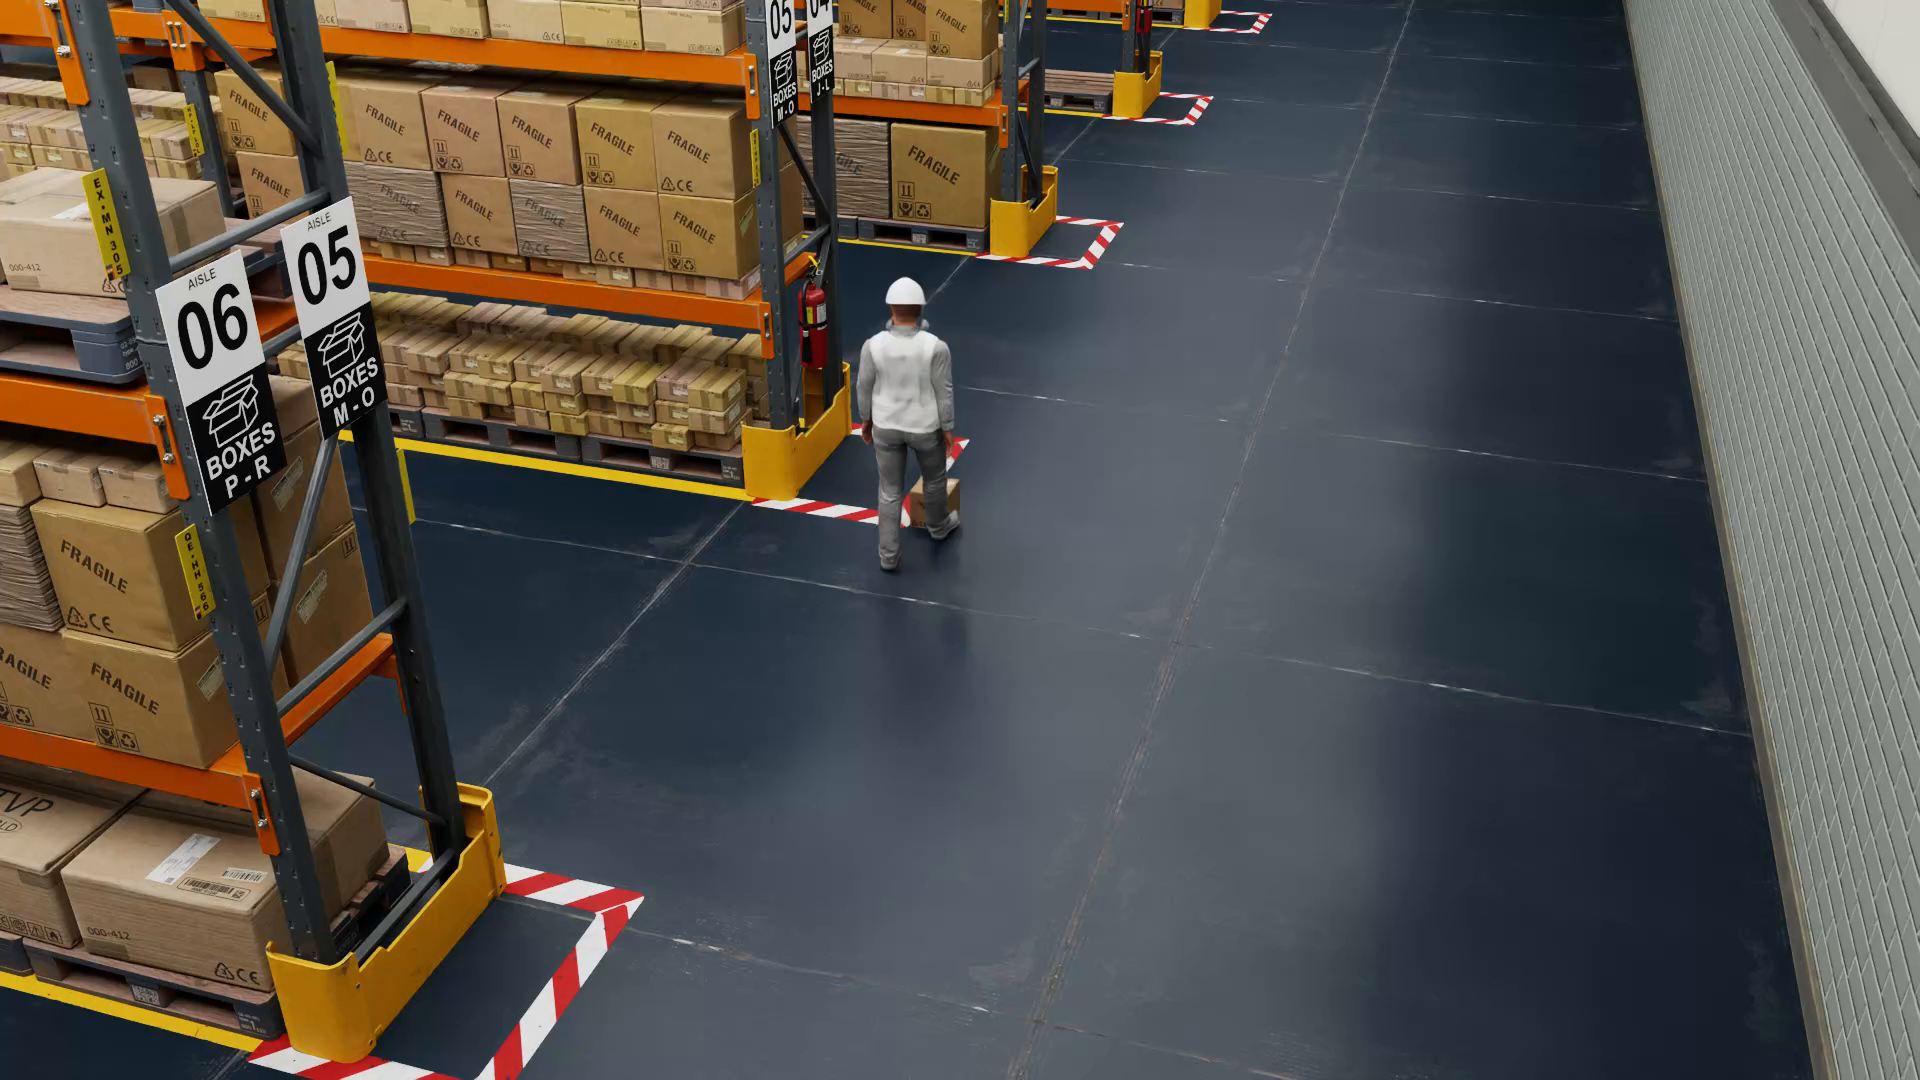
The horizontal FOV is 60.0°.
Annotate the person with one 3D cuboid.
[{"bbox_3d":[-0.289,-0.731,9.776,0.573,1.747,0.732,4,29,8],"label":"person"}]
